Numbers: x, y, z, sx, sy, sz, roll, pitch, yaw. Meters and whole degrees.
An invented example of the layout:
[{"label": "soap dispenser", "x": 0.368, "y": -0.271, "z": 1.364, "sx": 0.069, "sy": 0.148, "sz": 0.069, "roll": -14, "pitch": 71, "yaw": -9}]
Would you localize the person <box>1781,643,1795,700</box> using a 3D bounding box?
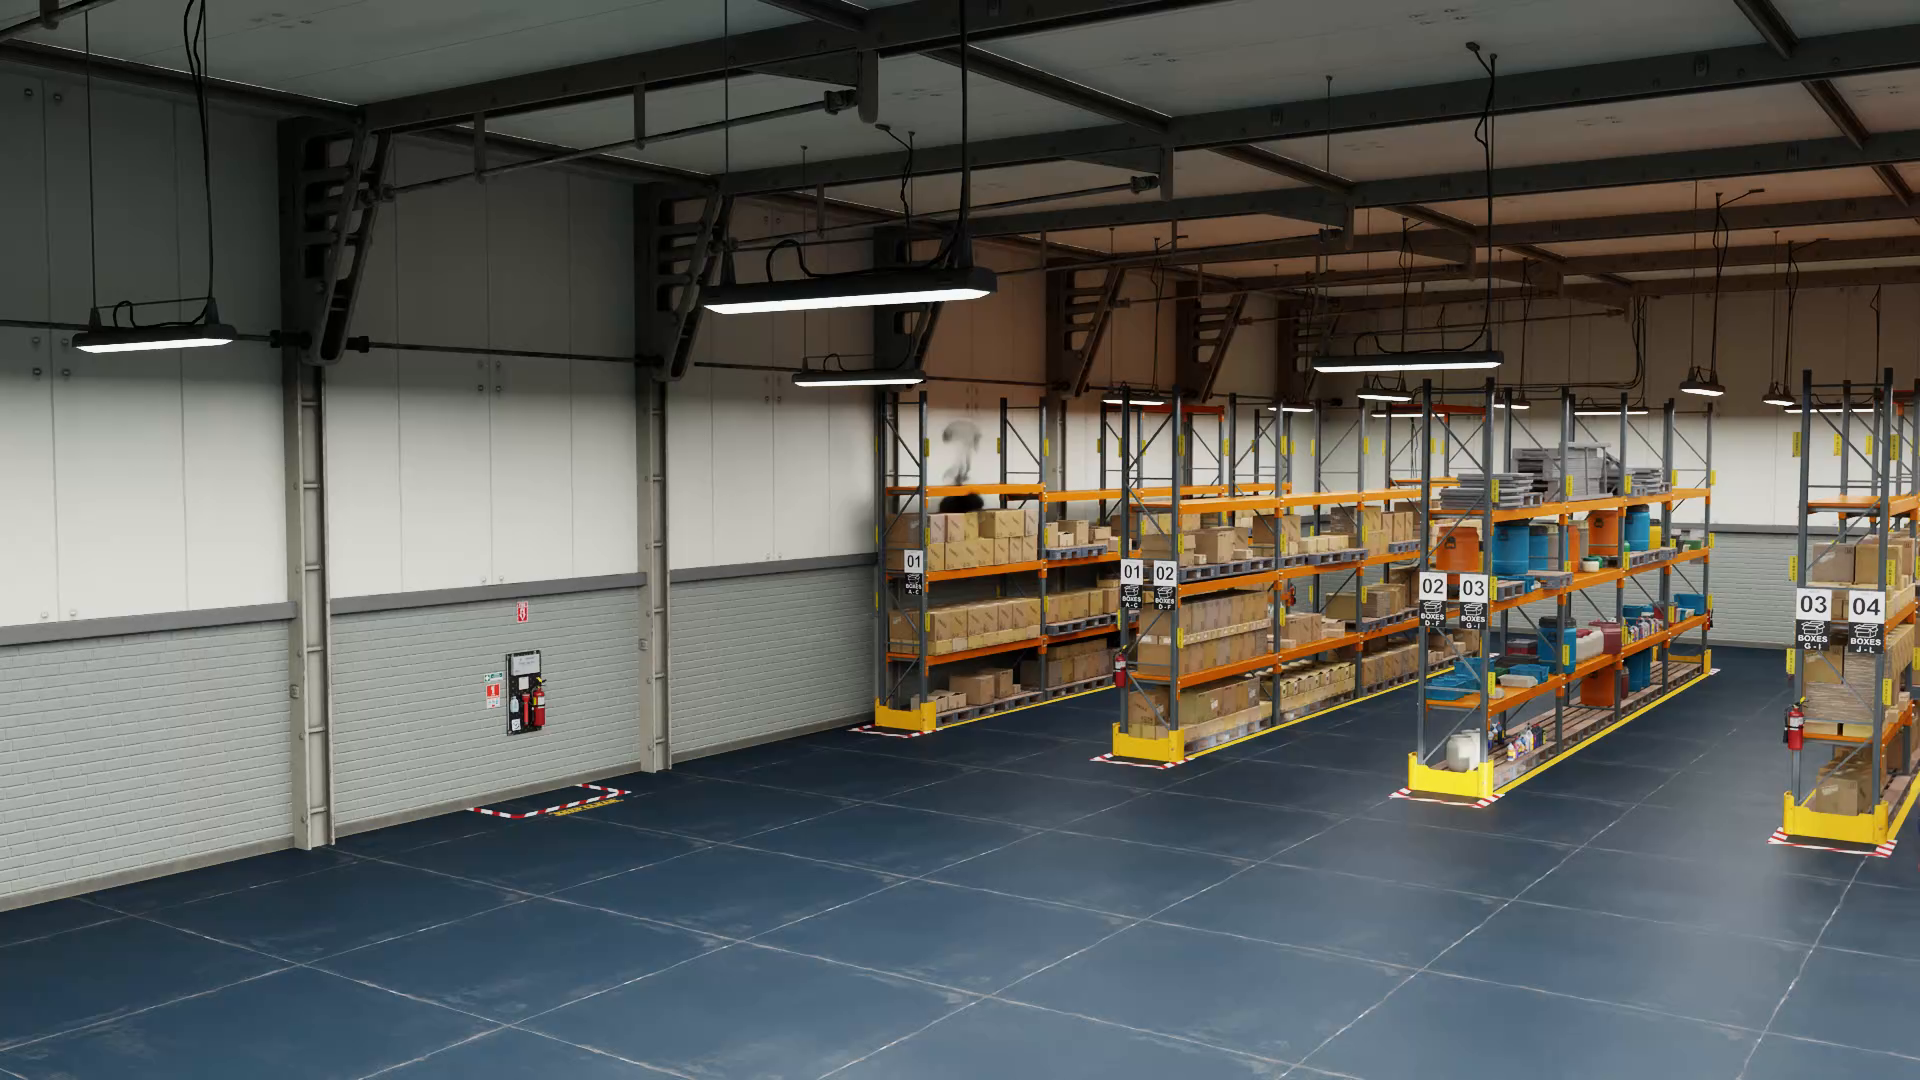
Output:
[{"label": "person", "x": 15.306, "y": 2.495, "z": 30.201, "sx": 0.712, "sy": 1.726, "sz": 0.879, "roll": 2, "pitch": 4, "yaw": 28}]
